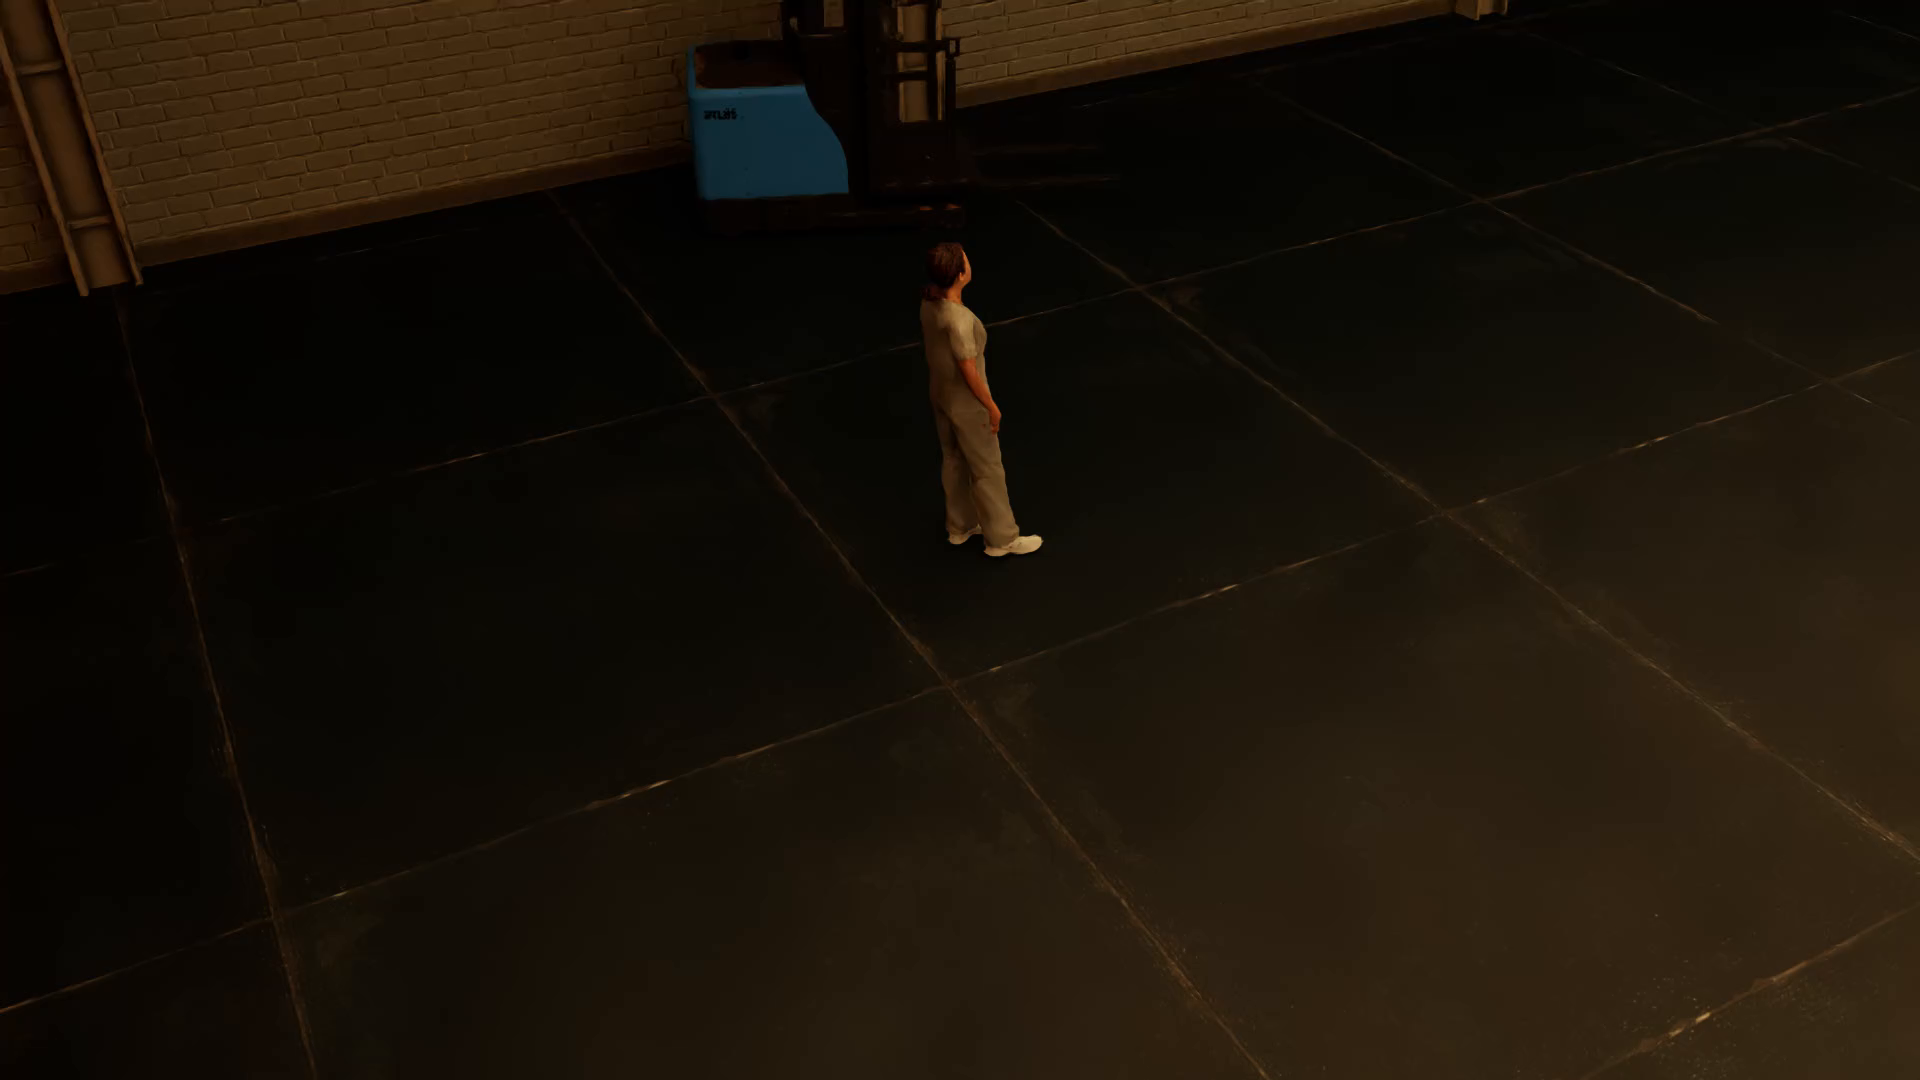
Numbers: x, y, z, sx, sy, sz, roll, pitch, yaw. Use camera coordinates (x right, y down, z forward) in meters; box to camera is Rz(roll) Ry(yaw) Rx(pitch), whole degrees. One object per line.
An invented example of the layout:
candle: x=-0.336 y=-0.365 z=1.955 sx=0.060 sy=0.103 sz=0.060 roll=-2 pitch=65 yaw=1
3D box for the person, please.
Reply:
person: x=0.072 y=-0.699 z=8.197 sx=0.548 sy=1.663 sz=0.550 roll=-17 pitch=39 yaw=-23

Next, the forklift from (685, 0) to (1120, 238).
forklift: x=-0.394 y=-3.685 z=11.336 sx=3.031 sy=2.935 sz=1.130 roll=-5 pitch=36 yaw=-7
